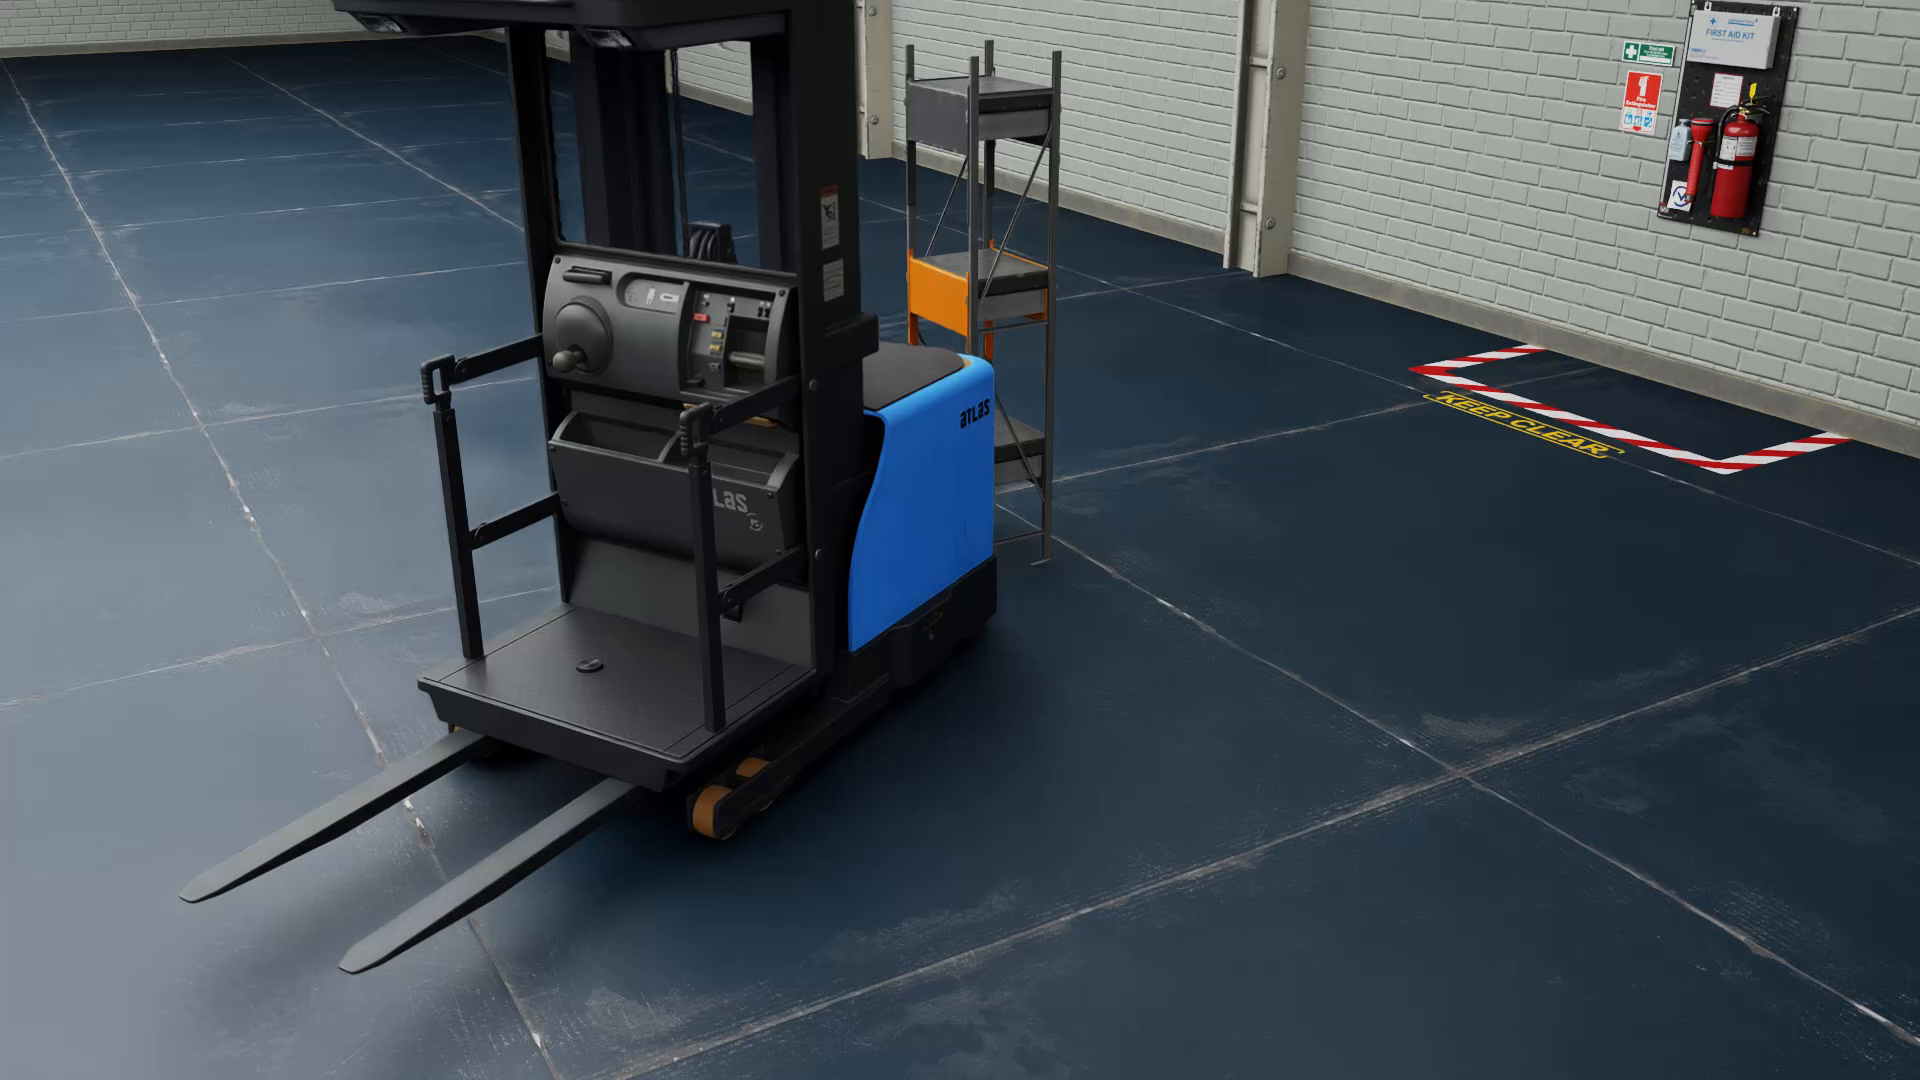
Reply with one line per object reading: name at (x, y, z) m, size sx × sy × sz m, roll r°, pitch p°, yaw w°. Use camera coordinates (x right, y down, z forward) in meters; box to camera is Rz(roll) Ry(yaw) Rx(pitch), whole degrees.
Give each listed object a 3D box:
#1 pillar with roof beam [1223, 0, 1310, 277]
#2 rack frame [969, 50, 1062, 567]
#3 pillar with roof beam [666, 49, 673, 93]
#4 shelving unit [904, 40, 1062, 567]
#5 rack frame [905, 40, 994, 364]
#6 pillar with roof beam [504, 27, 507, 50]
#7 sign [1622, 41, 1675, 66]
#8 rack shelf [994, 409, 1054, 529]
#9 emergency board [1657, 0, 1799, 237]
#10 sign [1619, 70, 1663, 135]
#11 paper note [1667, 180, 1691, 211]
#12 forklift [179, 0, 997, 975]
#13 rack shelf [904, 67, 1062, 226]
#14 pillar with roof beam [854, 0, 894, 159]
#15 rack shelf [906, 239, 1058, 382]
pillar with roof beam at (-1.530, -5.322, 8.453) m, size 9.100 × 9.000 × 0.400 m, roll -13°, pitch 25°, yaw -28°
rack frame at (0.209, -0.840, 6.590) m, size 0.400 × 2.100 × 0.015 m, roll -13°, pitch 25°, yaw -28°
pillar with roof beam at (-7.660, -9.206, 18.010) m, size 9.100 × 9.000 × 0.400 m, roll -13°, pitch 25°, yaw -28°
shelving unit at (0.085, -0.919, 6.784) m, size 0.431 × 2.100 × 0.503 m, roll -13°, pitch 25°, yaw -28°
rack frame at (-0.040, -0.998, 6.979) m, size 0.400 × 2.100 × 0.015 m, roll -13°, pitch 25°, yaw -28°
pillar with roof beam at (-10.725, -11.148, 22.789) m, size 9.100 × 9.000 × 0.400 m, roll -13°, pitch 25°, yaw -28°
sign at (3.807, -2.693, 9.202) m, size 0.001 × 0.109 × 0.331 m, roll -13°, pitch 25°, yaw -28°
rack shelf at (0.085, -0.258, 7.053) m, size 0.431 × 0.518 × 0.480 m, roll -13°, pitch 25°, yaw -28°
emergency board at (4.006, -2.235, 8.828) m, size 0.194 × 1.169 × 0.643 m, roll -13°, pitch 25°, yaw -28°
sign at (3.812, -2.451, 9.310) m, size 0.001 × 0.329 × 0.234 m, roll -13°, pitch 25°, yaw -28°
paper note at (3.975, -1.898, 9.167) m, size 0.016 × 0.148 × 0.142 m, roll -13°, pitch 25°, yaw -28°
forklift at (-1.027, -0.641, 4.995) m, size 1.130 × 2.935 × 3.031 m, roll 12°, pitch 25°, yaw 27°
rack shelf at (0.085, -1.555, 6.526) m, size 0.431 × 0.518 × 0.480 m, roll -13°, pitch 25°, yaw -28°
pillar with roof beam at (-4.595, -7.264, 13.232) m, size 9.100 × 9.000 × 0.400 m, roll -13°, pitch 25°, yaw -28°
rack shelf at (0.085, -0.906, 6.789) m, size 0.431 × 0.518 × 0.480 m, roll -13°, pitch 25°, yaw -28°
